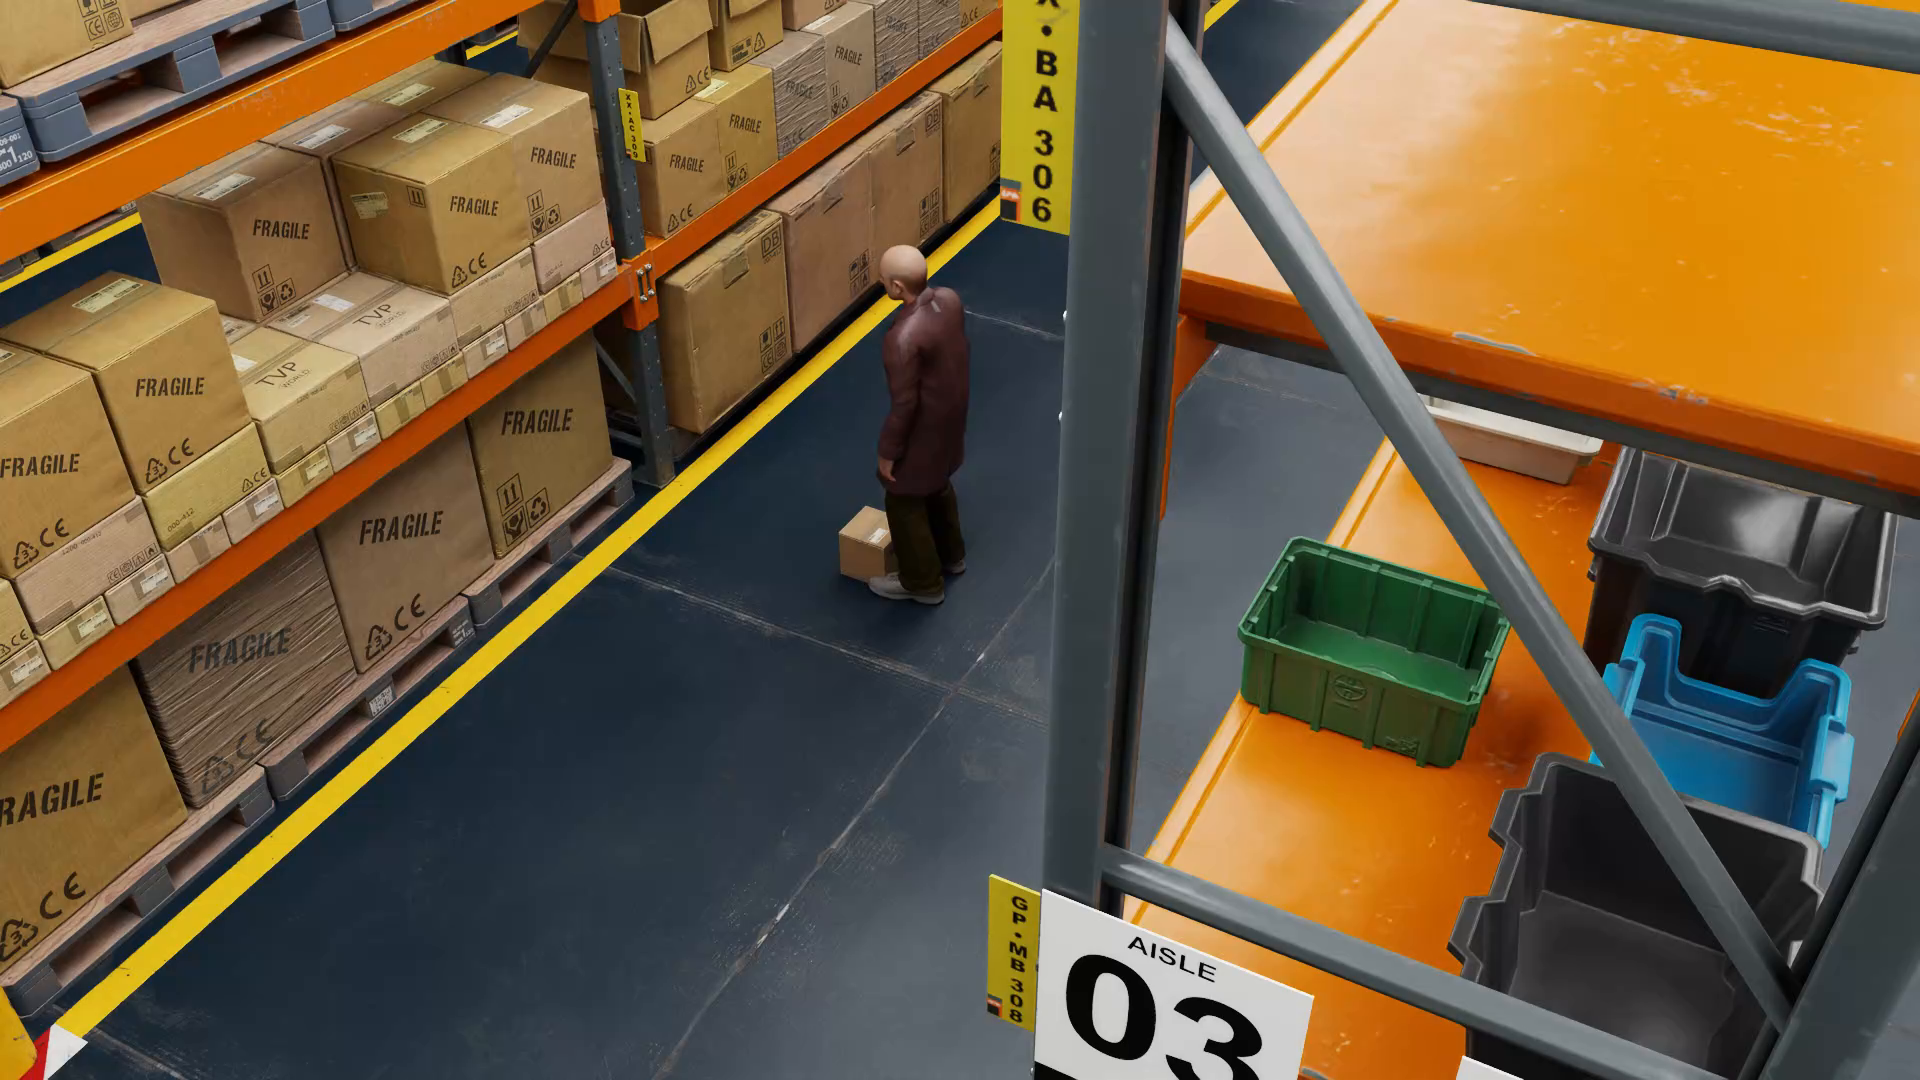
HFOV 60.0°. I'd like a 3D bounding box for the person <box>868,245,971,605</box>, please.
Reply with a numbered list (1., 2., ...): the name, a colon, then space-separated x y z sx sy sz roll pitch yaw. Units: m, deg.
1. person: -0.179 -0.434 7.483 0.428 1.585 0.641 17 41 21
